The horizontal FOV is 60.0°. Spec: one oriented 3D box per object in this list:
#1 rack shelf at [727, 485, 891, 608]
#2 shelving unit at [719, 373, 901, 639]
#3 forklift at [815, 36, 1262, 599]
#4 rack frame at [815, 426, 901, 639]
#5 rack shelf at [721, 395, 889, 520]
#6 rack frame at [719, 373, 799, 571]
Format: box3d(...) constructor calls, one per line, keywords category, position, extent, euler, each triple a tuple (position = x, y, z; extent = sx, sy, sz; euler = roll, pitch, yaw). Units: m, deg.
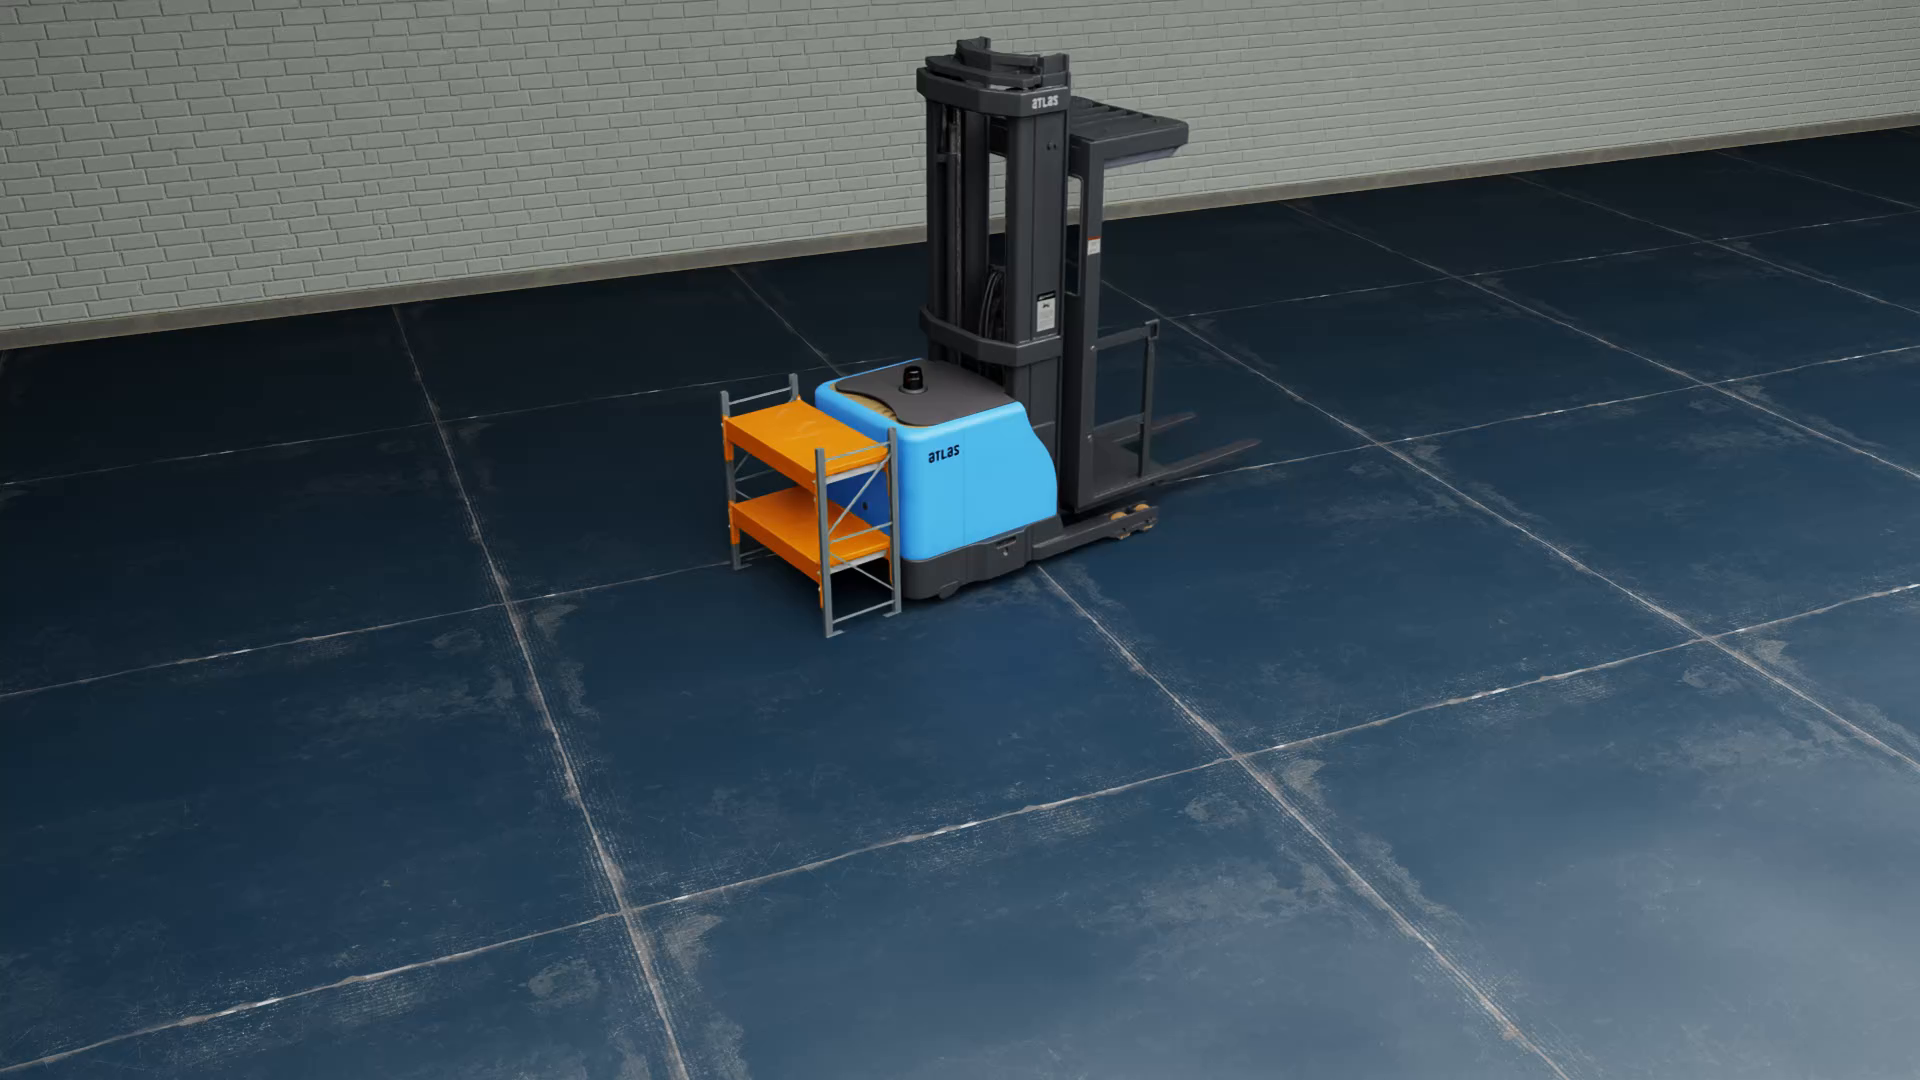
box3d(category="rack shelf", position=(-0.845, 0.005, 9.510), extent=(0.538, 0.278, 1.000), euler=(-18, 31, -32))
box3d(category="shelving unit", position=(-0.847, -0.214, 9.402), extent=(0.538, 1.125, 1.048), euler=(-18, 31, -32))
box3d(category="forklift", position=(0.615, -1.487, 9.954), extent=(3.031, 2.935, 1.130), euler=(-19, 32, -33))
box3d(category="rack frame", position=(-0.545, -0.035, 9.034), extent=(0.500, 1.125, 0.032), euler=(-18, 31, -32))
box3d(category="rack shelf", position=(-0.849, -0.477, 9.272), extent=(0.538, 0.278, 1.000), euler=(-18, 31, -32))
box3d(category="rack frame", position=(-1.149, -0.394, 9.769), extent=(0.500, 1.125, 0.032), euler=(-18, 31, -32))
